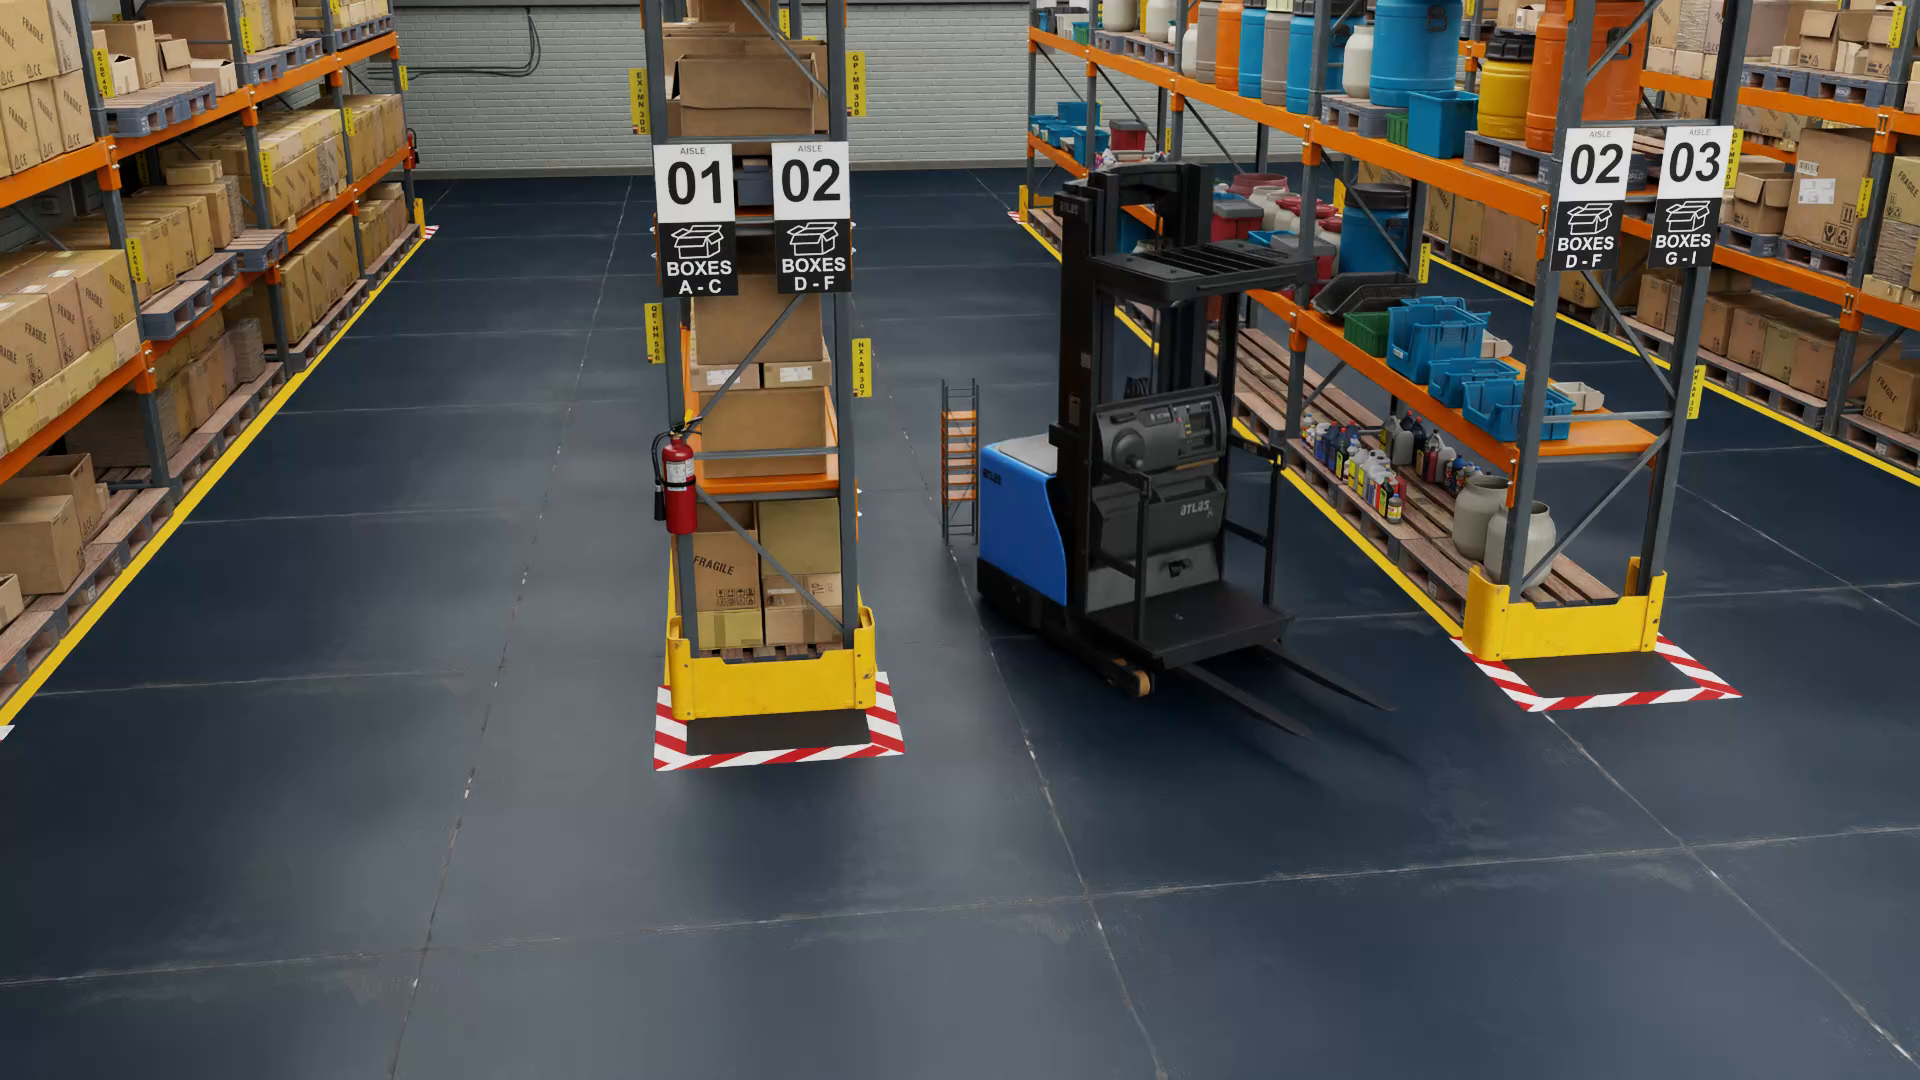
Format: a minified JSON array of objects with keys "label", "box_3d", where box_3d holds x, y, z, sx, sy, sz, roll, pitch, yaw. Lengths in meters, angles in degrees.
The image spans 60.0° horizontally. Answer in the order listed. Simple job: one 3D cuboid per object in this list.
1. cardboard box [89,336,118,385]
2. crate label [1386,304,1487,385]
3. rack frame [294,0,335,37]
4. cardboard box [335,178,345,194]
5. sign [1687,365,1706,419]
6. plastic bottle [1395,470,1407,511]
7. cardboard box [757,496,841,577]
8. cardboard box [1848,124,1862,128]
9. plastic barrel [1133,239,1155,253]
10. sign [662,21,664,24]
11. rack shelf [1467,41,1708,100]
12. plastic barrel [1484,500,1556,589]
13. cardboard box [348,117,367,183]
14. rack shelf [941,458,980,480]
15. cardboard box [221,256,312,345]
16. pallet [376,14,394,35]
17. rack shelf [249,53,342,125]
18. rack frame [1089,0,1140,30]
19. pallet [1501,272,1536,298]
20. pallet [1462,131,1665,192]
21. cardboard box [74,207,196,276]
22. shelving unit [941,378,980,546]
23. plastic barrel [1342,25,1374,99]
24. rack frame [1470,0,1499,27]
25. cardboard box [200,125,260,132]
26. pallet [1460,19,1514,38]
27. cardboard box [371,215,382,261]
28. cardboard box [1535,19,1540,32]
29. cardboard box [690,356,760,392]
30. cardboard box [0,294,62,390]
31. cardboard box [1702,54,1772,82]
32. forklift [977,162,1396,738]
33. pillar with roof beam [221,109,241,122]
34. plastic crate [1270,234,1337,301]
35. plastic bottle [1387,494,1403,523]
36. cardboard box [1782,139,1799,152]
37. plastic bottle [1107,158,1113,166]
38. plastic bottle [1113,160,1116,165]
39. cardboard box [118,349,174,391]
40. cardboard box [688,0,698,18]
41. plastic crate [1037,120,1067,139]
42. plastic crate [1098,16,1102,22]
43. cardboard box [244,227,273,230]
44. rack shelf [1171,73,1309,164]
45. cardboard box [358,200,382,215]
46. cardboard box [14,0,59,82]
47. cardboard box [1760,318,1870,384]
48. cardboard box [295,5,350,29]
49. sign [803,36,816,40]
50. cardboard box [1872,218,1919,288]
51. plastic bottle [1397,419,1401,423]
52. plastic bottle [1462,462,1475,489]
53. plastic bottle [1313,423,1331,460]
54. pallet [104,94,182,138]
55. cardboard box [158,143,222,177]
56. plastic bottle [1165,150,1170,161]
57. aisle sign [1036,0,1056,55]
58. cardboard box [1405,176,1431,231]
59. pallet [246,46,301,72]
[{"label":"cardboard box","box_3d":[-6.133,-1.224,11.393,0.500,0.250,0.500,-3,21,-8]},{"label":"crate label","box_3d":[3.282,-1.362,11.524,0.502,0.435,0.616,-3,21,-8]},{"label":"rack frame","box_3d":[-7.718,-7.187,18.597,1.000,3.000,0.127,-3,21,-8]},{"label":"cardboard box","box_3d":[-7.329,-4.079,19.182,0.380,0.149,0.250,-3,21,-7]},{"label":"sign","box_3d":[4.360,-0.877,9.883,0.100,0.325,0.005,-3,21,-8]},{"label":"plastic bottle","box_3d":[3.213,-0.363,12.155,0.061,0.283,0.133,-3,21,-8]},{"label":"cardboard box","box_3d":[-1.018,-0.103,10.462,0.500,0.500,0.500,-3,21,-8]},{"label":"cardboard box","box_3d":[11.588,-5.221,21.242,0.380,0.149,0.250,-2,21,-6]},{"label":"plastic barrel","box_3d":[2.242,-3.273,19.648,0.421,0.512,0.421,0,20,0]},{"label":"sign","box_3d":[-2.199,-3.622,12.151,0.100,0.325,0.005,-3,21,-8]},{"label":"rack shelf","box_3d":[7.275,-5.502,19.401,1.077,0.370,4.000,-3,21,-8]},{"label":"plastic barrel","box_3d":[3.645,0.023,10.822,0.421,0.512,0.421,0,20,0]},{"label":"cardboard box","box_3d":[-7.780,-4.706,20.100,0.980,0.700,0.700,-3,21,-7]},{"label":"rack shelf","box_3d":[0.002,-0.515,12.008,0.258,0.103,0.180,-3,21,-8]},{"label":"cardboard box","box_3d":[-7.118,-2.443,16.941,0.750,0.750,0.750,-3,21,-8]},{"label":"pallet","box_3d":[-8.177,-6.869,22.159,1.003,0.211,1.213,-3,21,-8]},{"label":"rack shelf","box_3d":[-7.430,-4.752,17.394,1.077,0.370,4.000,-3,21,-8]},{"label":"rack frame","box_3d":[2.086,-7.687,19.935,1.000,3.000,0.127,-3,21,-8]},{"label":"pallet","box_3d":[7.352,-3.133,20.303,1.003,0.211,1.213,-3,21,-8]},{"label":"pallet","box_3d":[3.793,-2.330,10.149,1.003,0.211,1.213,-3,21,-8]},{"label":"cardboard box","box_3d":[-6.804,-2.458,13.738,0.700,0.500,0.500,0,20,0]},{"label":"shelving unit","box_3d":[0.002,-0.557,11.993,0.258,1.200,0.189,-3,21,-8]},{"label":"plastic barrel","box_3d":[3.106,-3.602,12.525,0.421,0.512,0.421,0,20,0]},{"label":"rack frame","box_3d":[6.987,-7.936,20.604,1.000,3.000,0.127,-3,21,-8]},{"label":"cardboard box","box_3d":[-7.679,-4.216,17.549,0.500,0.250,0.500,-3,21,-9]},{"label":"pallet","box_3d":[6.879,-6.774,21.904,1.003,0.211,1.213,-3,21,-8]},{"label":"cardboard box","box_3d":[-7.794,-3.841,21.184,0.700,0.500,0.500,-3,21,-8]},{"label":"cardboard box","box_3d":[7.053,-6.087,19.699,0.380,0.149,0.250,-4,21,-10]},{"label":"cardboard box","box_3d":[-1.330,-0.946,9.393,0.380,0.149,0.250,-3,21,-9]},{"label":"cardboard box","box_3d":[-5.975,-1.222,10.314,0.500,0.500,0.500,-2,21,-6]},{"label":"cardboard box","box_3d":[7.536,-4.545,16.026,0.500,0.250,0.500,-2,21,-7]},{"label":"forklift","box_3d":[1.316,-0.632,9.720,1.130,2.935,3.031,-12,24,-29]},{"label":"pillar with roof beam","box_3d":[-4.415,-7.603,19.711,9.100,9.000,0.400,-3,21,-8]},{"label":"plastic crate","box_3d":[2.866,-2.289,13.965,0.402,0.464,0.583,-3,21,-8]},{"label":"plastic bottle","box_3d":[3.117,-0.230,11.917,0.097,0.201,0.097,0,20,0]},{"label":"cardboard box","box_3d":[11.492,-5.394,22.731,0.380,0.149,0.250,-3,21,-9]},{"label":"plastic bottle","box_3d":[1.818,-4.468,20.076,0.097,0.271,0.097,0,20,0]},{"label":"plastic bottle","box_3d":[1.844,-4.366,19.784,0.061,0.283,0.133,-3,21,-8]},{"label":"cardboard box","box_3d":[-6.754,-1.399,13.548,0.500,0.250,0.500,-3,21,-9]},{"label":"cardboard box","box_3d":[-2.622,-5.684,17.973,0.600,0.600,0.600,-4,21,-10]},{"label":"plastic crate","box_3d":[1.314,-5.881,23.828,0.416,0.233,0.300,-3,21,-8]},{"label":"plastic crate","box_3d":[1.934,-7.240,23.329,0.450,0.188,0.336,-3,21,-8]},{"label":"cardboard box","box_3d":[-6.960,-3.009,16.316,0.380,0.149,0.250,-3,21,-9]},{"label":"rack shelf","box_3d":[2.950,-3.867,15.024,1.077,0.370,4.000,-3,21,-8]},{"label":"cardboard box","box_3d":[-7.669,-4.279,21.430,0.380,0.149,0.250,-4,21,-9]},{"label":"cardboard box","box_3d":[-6.134,-3.186,10.573,0.500,0.500,0.500,-2,21,-5]},{"label":"cardboard box","box_3d":[8.023,-1.771,15.615,0.700,0.500,0.500,-3,21,-8]},{"label":"cardboard box","box_3d":[-7.557,-6.208,19.734,0.500,0.250,0.500,-3,21,-8]},{"label":"sign","box_3d":[-1.114,-3.571,12.351,0.100,0.325,0.005,-3,21,-8]},{"label":"cardboard box","box_3d":[8.144,-2.383,13.743,0.875,0.500,0.500,-3,21,-8]},{"label":"plastic bottle","box_3d":[3.599,-0.892,13.687,0.097,0.201,0.097,0,20,0]},{"label":"plastic bottle","box_3d":[3.799,-0.446,12.394,0.097,0.271,0.097,0,20,0]},{"label":"plastic bottle","box_3d":[2.925,-0.794,13.318,0.152,0.276,0.135,-2,21,-6]},{"label":"pallet","box_3d":[-6.548,-3.143,12.326,1.213,0.211,1.003,-3,21,-8]},{"label":"cardboard box","box_3d":[-7.463,-3.682,16.120,0.500,0.250,0.500,-2,21,-6]},{"label":"plastic bottle","box_3d":[2.542,-4.551,20.186,0.144,0.351,0.185,-3,21,-8]},{"label":"aisle sign","box_3d":[1.205,-7.489,24.265,0.394,0.787,0.004,-3,21,-8]},{"label":"cardboard box","box_3d":[6.841,-4.872,23.409,0.875,0.875,0.875,-3,21,-8]},{"label":"pallet","box_3d":[-7.451,-4.916,17.073,1.003,0.211,1.213,-2,21,-5]}]
